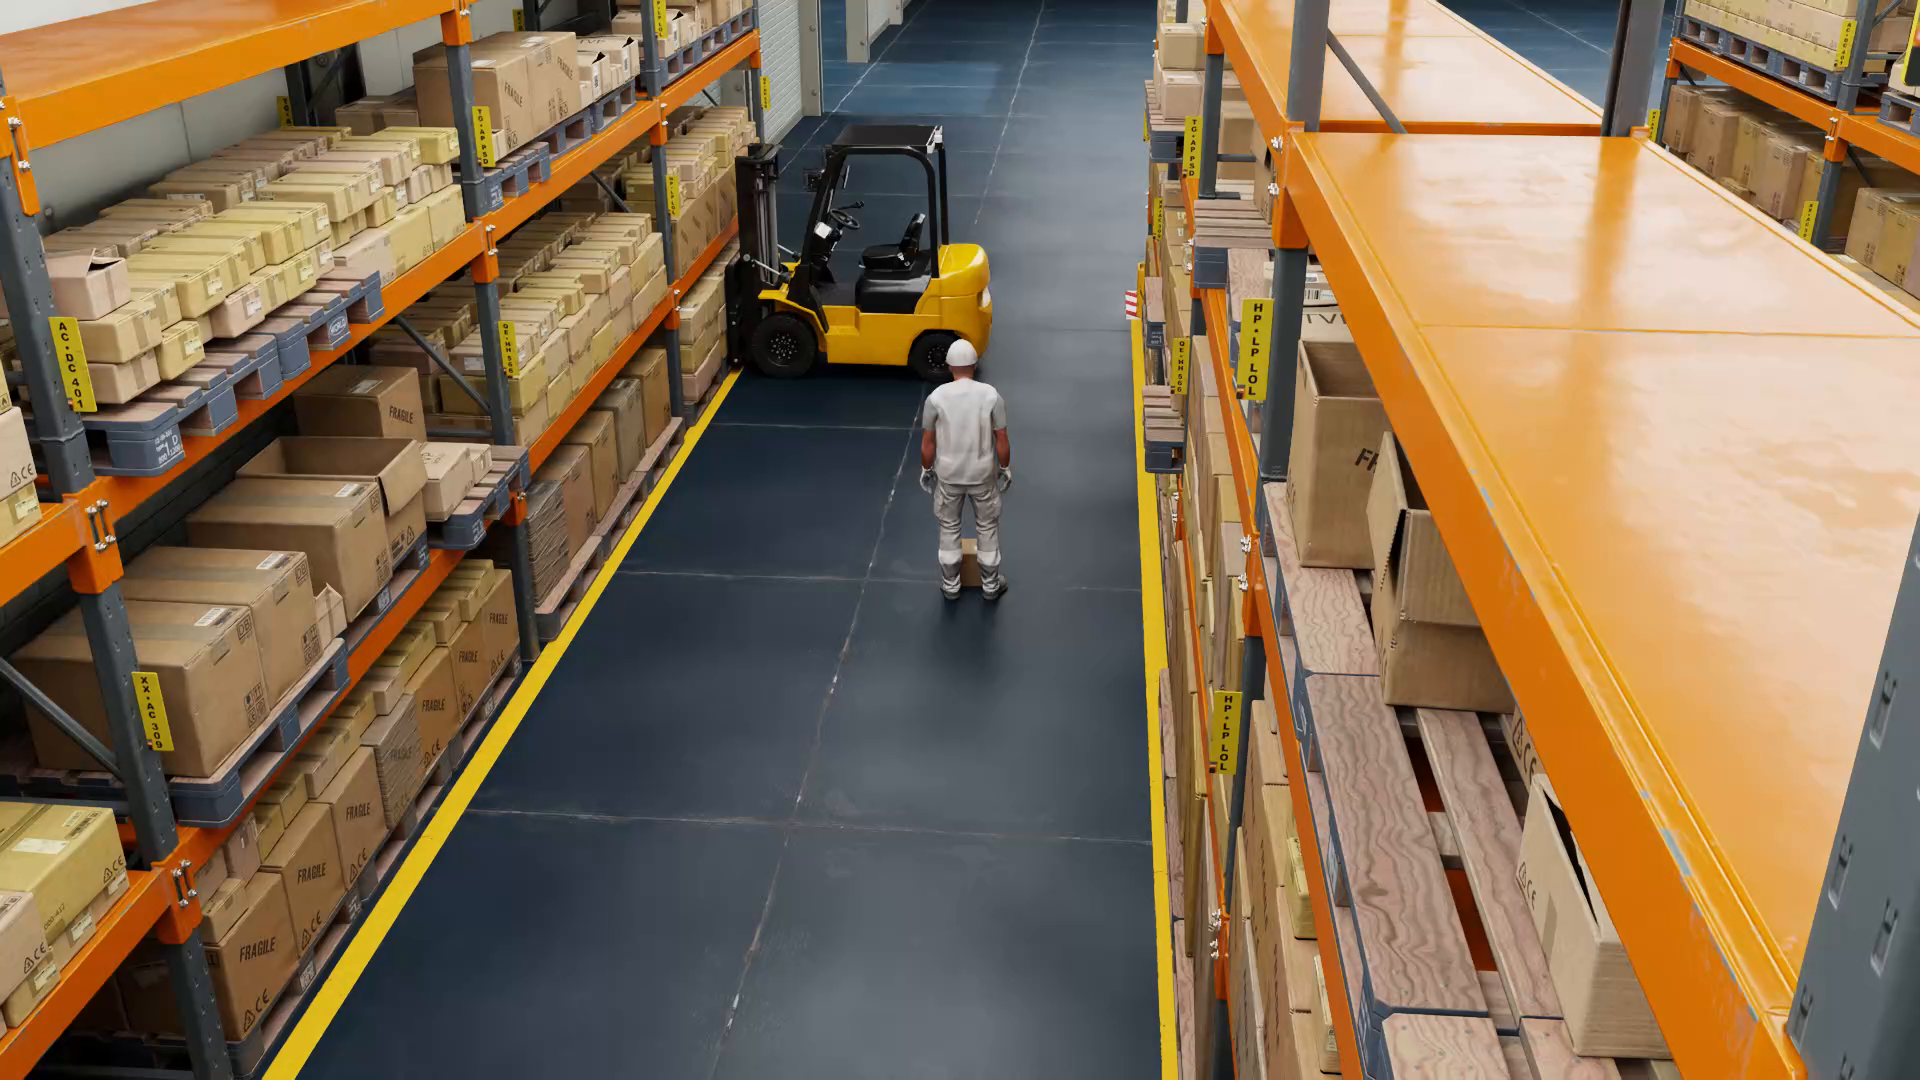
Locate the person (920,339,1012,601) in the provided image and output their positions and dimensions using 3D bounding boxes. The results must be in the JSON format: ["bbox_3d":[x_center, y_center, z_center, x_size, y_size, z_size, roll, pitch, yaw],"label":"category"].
[{"bbox_3d":[0.040,-0.447,10.986,0.611,1.778,0.451,0,24,1],"label":"person"}]
